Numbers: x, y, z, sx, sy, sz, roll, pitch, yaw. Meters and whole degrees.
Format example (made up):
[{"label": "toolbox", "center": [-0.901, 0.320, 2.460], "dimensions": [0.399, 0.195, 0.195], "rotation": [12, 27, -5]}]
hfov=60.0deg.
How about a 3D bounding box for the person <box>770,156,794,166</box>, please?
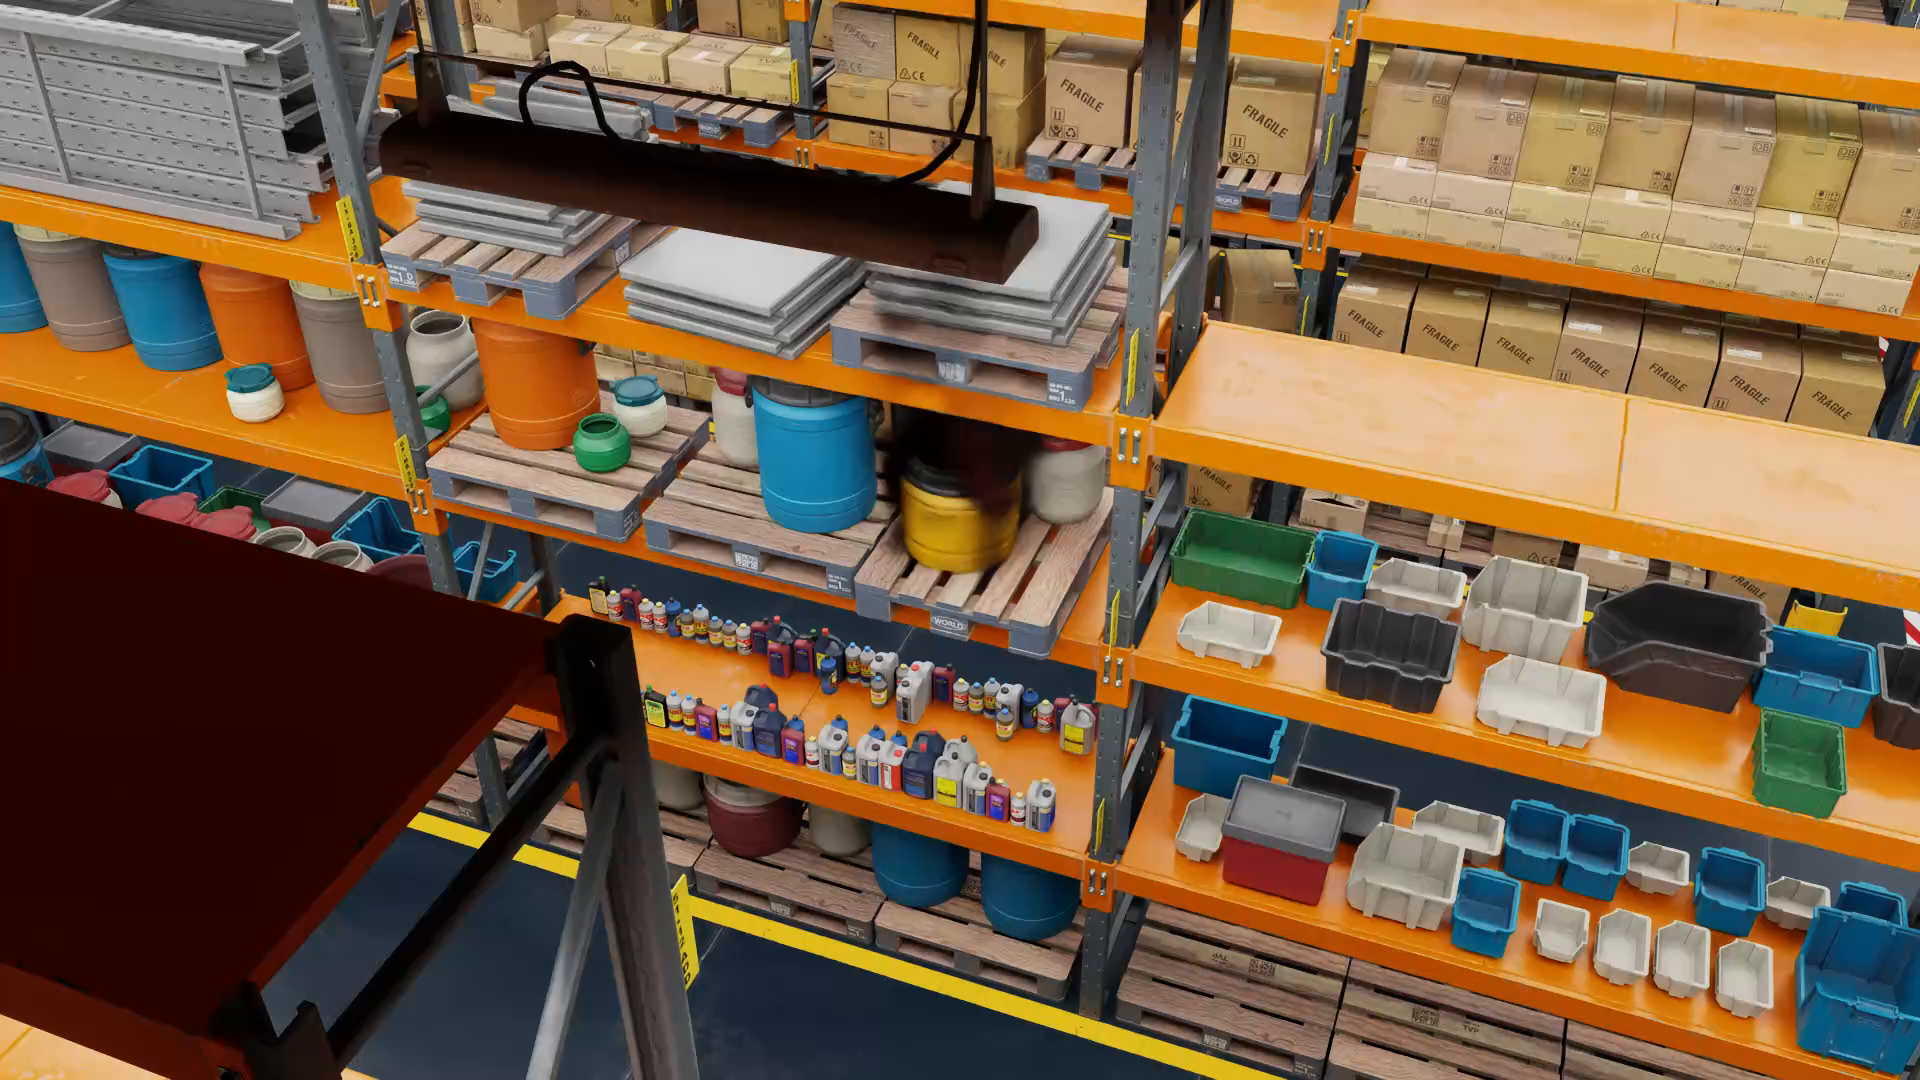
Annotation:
[{"label": "person", "center": [-1.672, -2.941, 15.879], "dimensions": [0.607, 1.744, 0.679], "rotation": [14, 39, 18]}]
